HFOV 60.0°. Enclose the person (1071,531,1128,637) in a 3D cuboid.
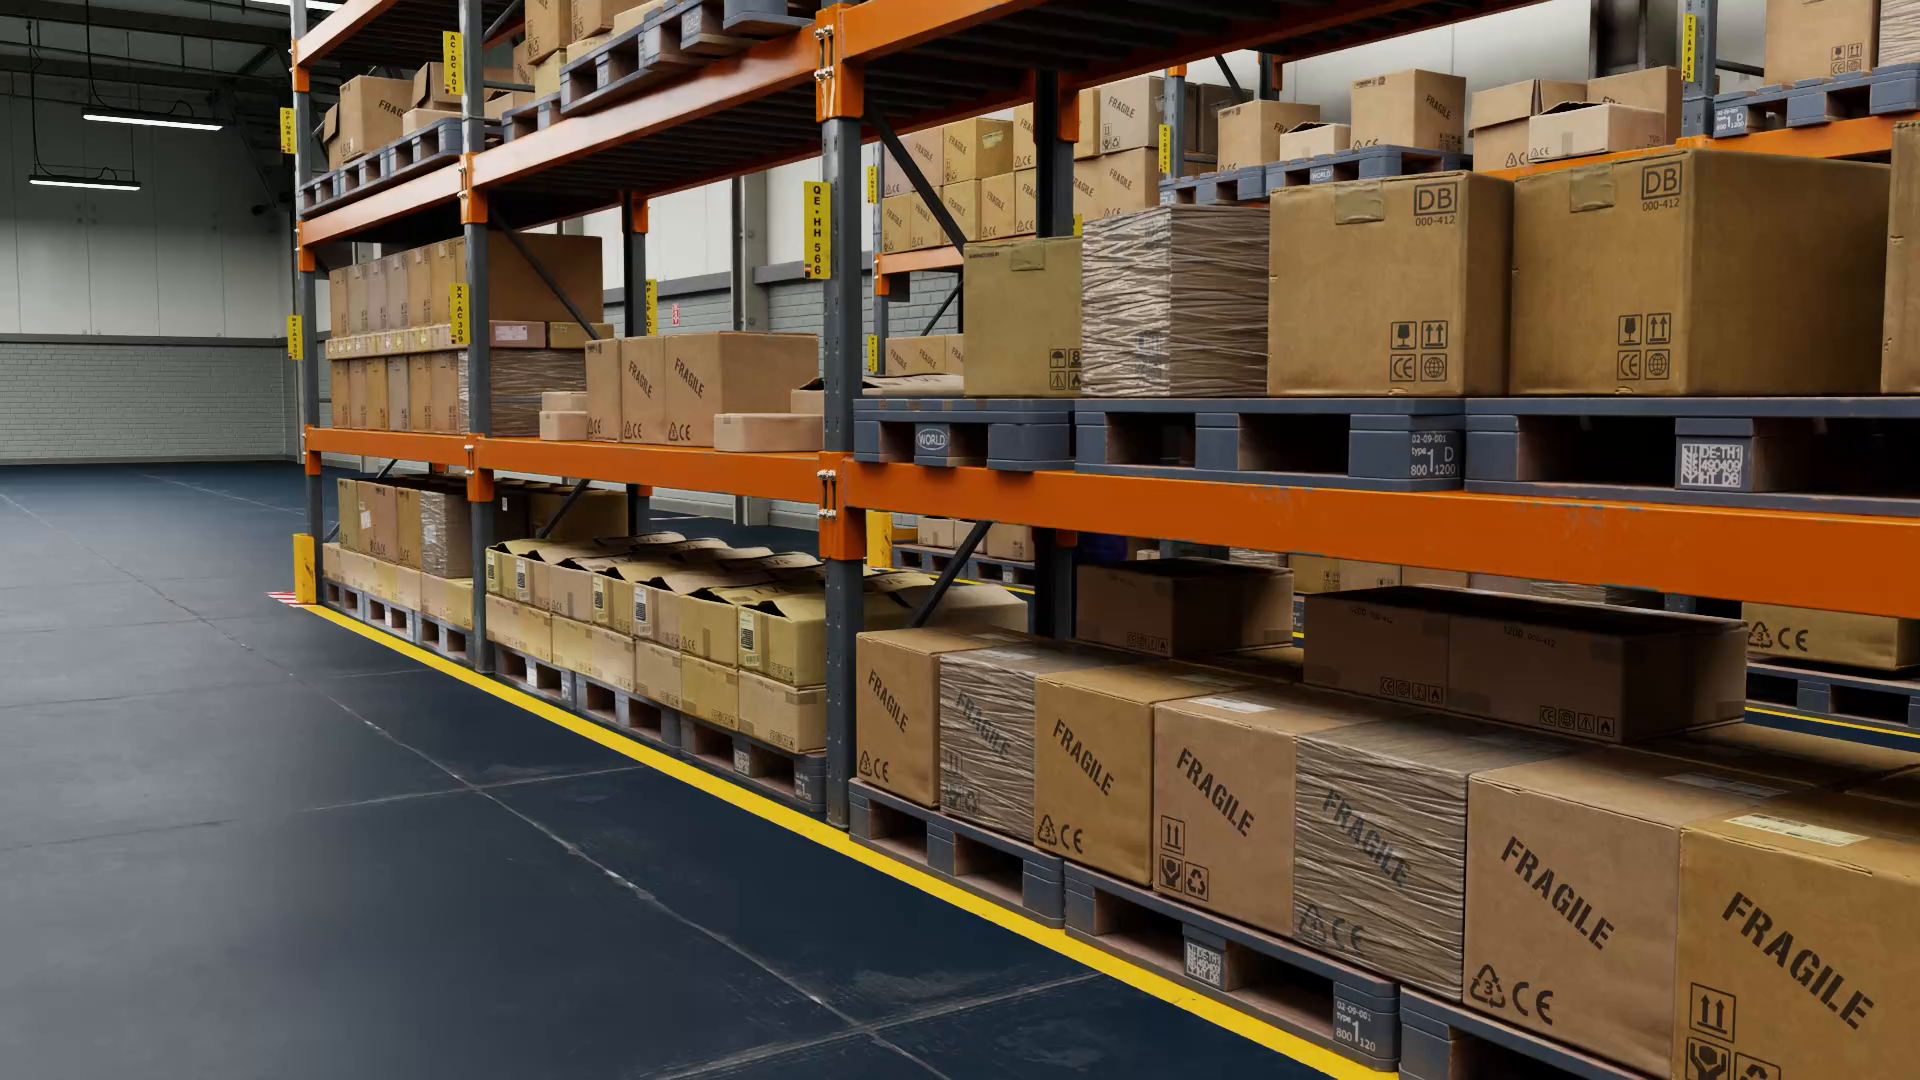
[{"bbox_3d":[0.725,-0.068,9.034,0.343,1.653,0.469,-3,6,-32],"label":"person"}]
